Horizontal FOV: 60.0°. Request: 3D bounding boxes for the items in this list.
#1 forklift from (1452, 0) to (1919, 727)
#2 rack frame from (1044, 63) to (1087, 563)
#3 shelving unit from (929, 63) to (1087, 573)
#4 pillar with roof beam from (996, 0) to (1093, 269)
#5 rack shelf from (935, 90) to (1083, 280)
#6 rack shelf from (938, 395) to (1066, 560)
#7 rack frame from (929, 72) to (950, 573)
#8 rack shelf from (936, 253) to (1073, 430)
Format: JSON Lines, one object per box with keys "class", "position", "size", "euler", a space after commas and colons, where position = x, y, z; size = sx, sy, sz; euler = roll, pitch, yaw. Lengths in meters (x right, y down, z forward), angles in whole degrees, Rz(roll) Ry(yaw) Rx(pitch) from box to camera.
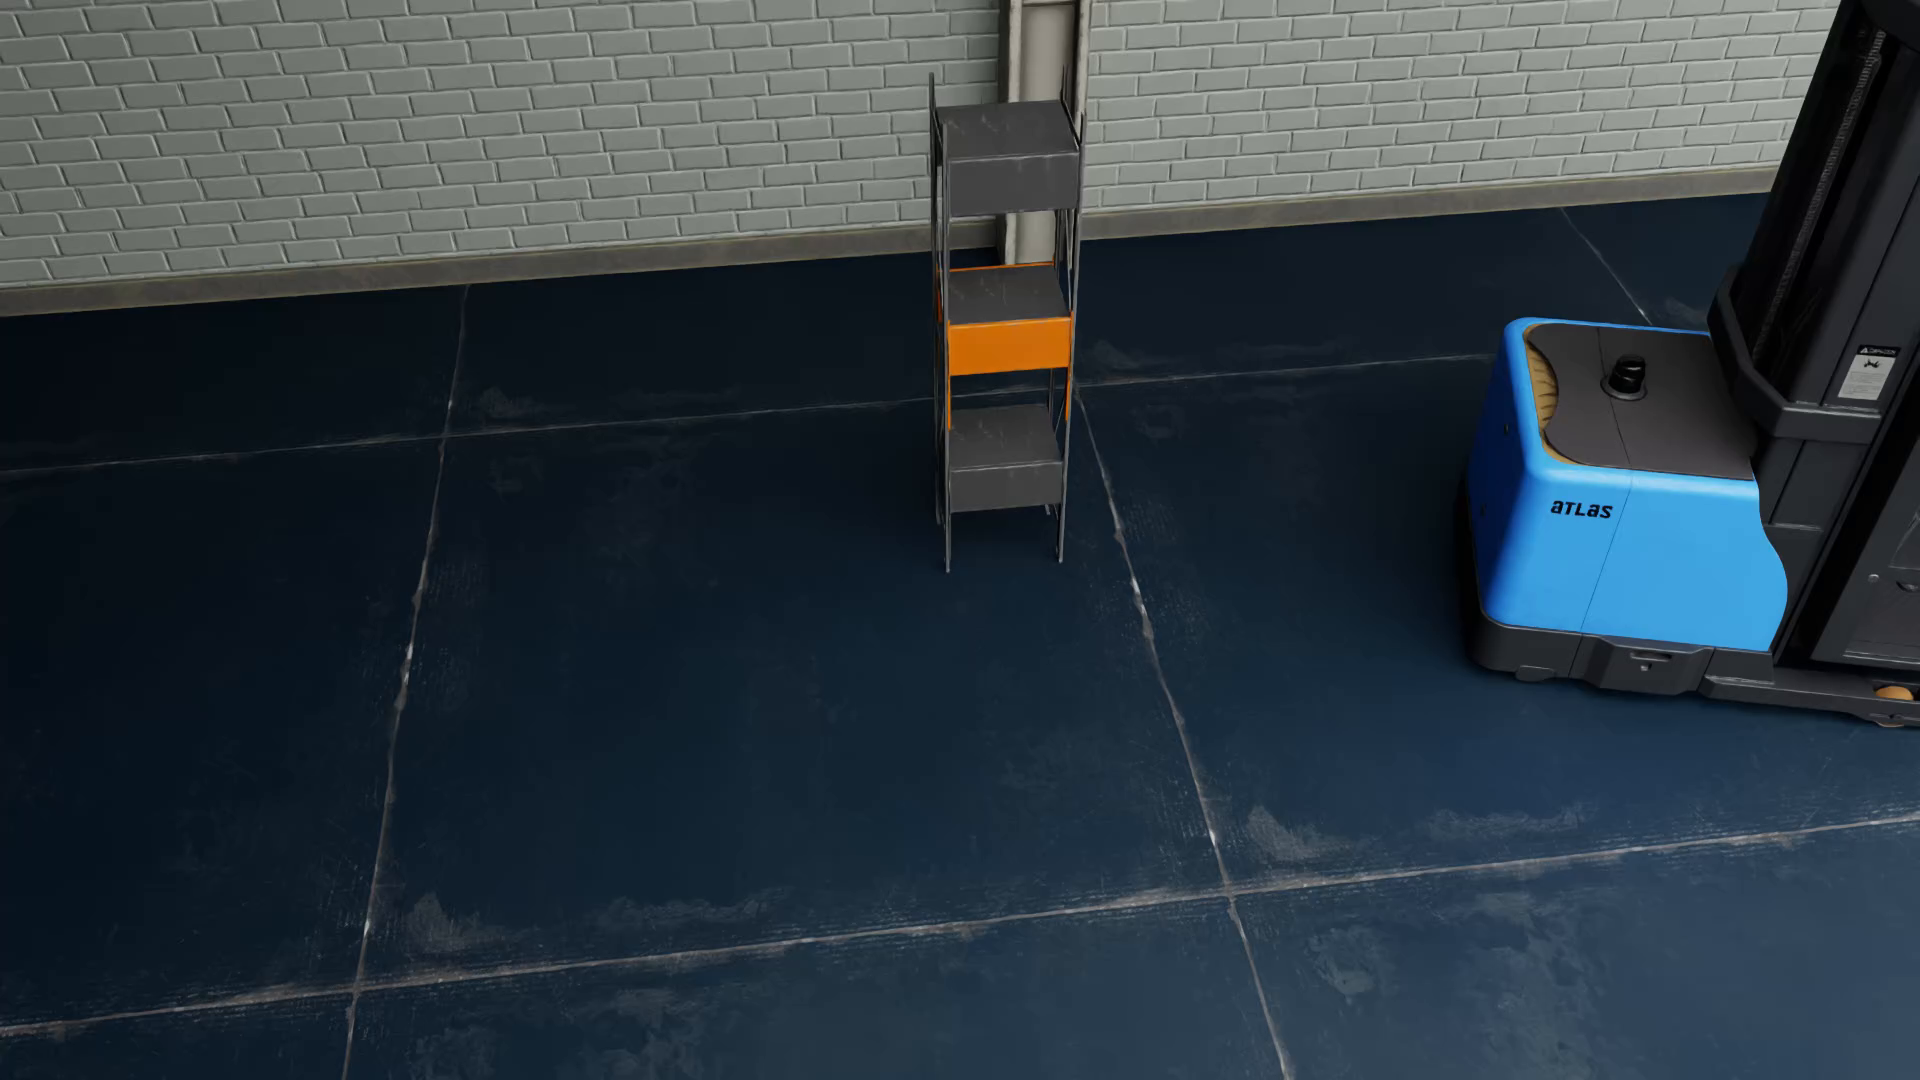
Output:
{"class": "forklift", "position": [3.590, -0.727, 5.867], "size": [3.031, 2.935, 1.130], "euler": [6, 42, 6]}
{"class": "rack frame", "position": [0.406, -0.815, 6.586], "size": [0.015, 2.100, 0.400], "euler": [-5, 42, -6]}
{"class": "shelving unit", "position": [0.164, -0.794, 6.563], "size": [0.503, 2.100, 0.431], "euler": [-5, 42, -6]}
{"class": "pillar with roof beam", "position": [0.968, -2.013, 2.763], "size": [0.400, 9.000, 9.100], "euler": [-5, 42, -6]}
{"class": "rack shelf", "position": [0.164, -1.304, 6.103], "size": [0.480, 0.518, 0.431], "euler": [-5, 42, -6]}
{"class": "rack shelf", "position": [0.164, -0.264, 7.041], "size": [0.480, 0.518, 0.431], "euler": [-5, 42, -6]}
{"class": "rack frame", "position": [-0.078, -0.773, 6.539], "size": [0.015, 2.100, 0.400], "euler": [-5, 42, -6]}
{"class": "rack shelf", "position": [0.164, -0.784, 6.572], "size": [0.480, 0.518, 0.431], "euler": [-5, 42, -6]}
